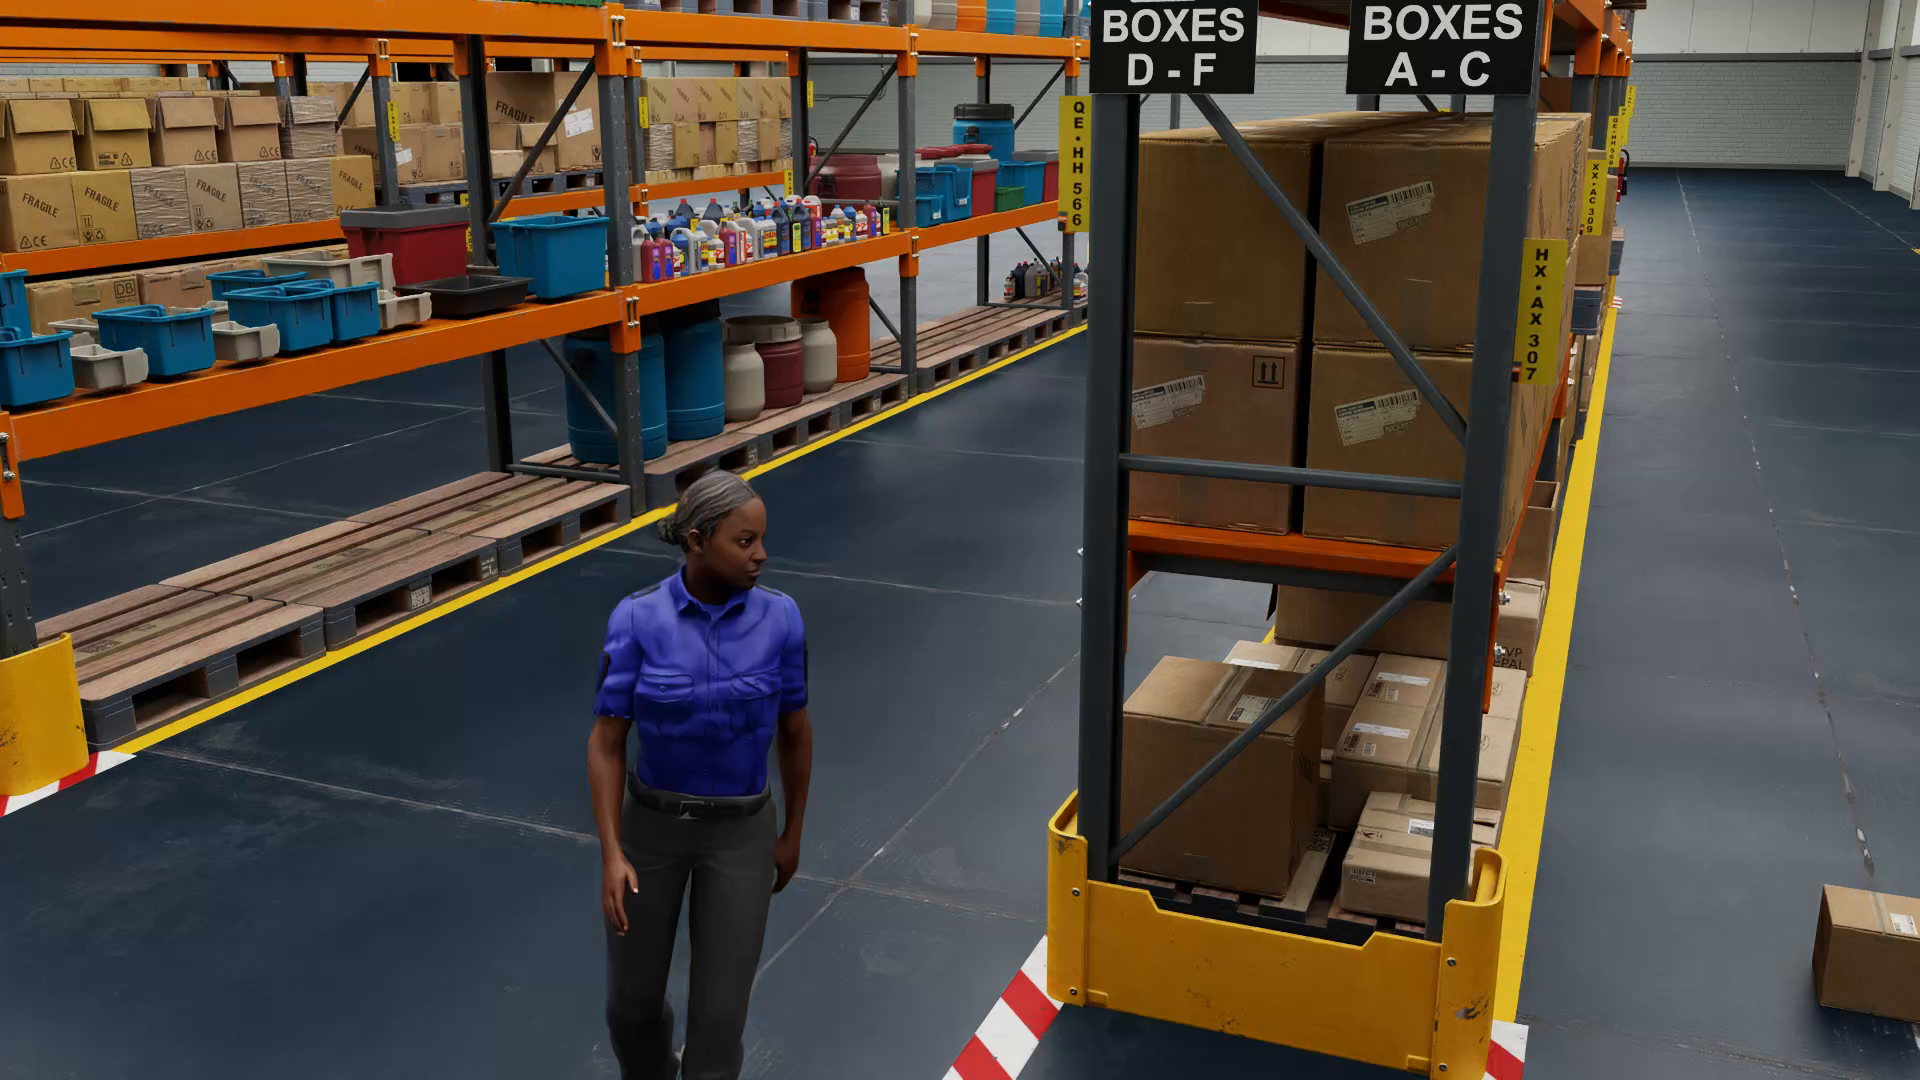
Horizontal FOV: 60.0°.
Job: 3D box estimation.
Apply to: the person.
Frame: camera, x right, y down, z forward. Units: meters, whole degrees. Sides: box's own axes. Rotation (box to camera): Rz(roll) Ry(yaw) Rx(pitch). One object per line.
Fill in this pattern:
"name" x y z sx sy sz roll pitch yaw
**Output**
"person" -0.542 0.682 3.577 0.478 1.663 0.571 -3 16 -9
